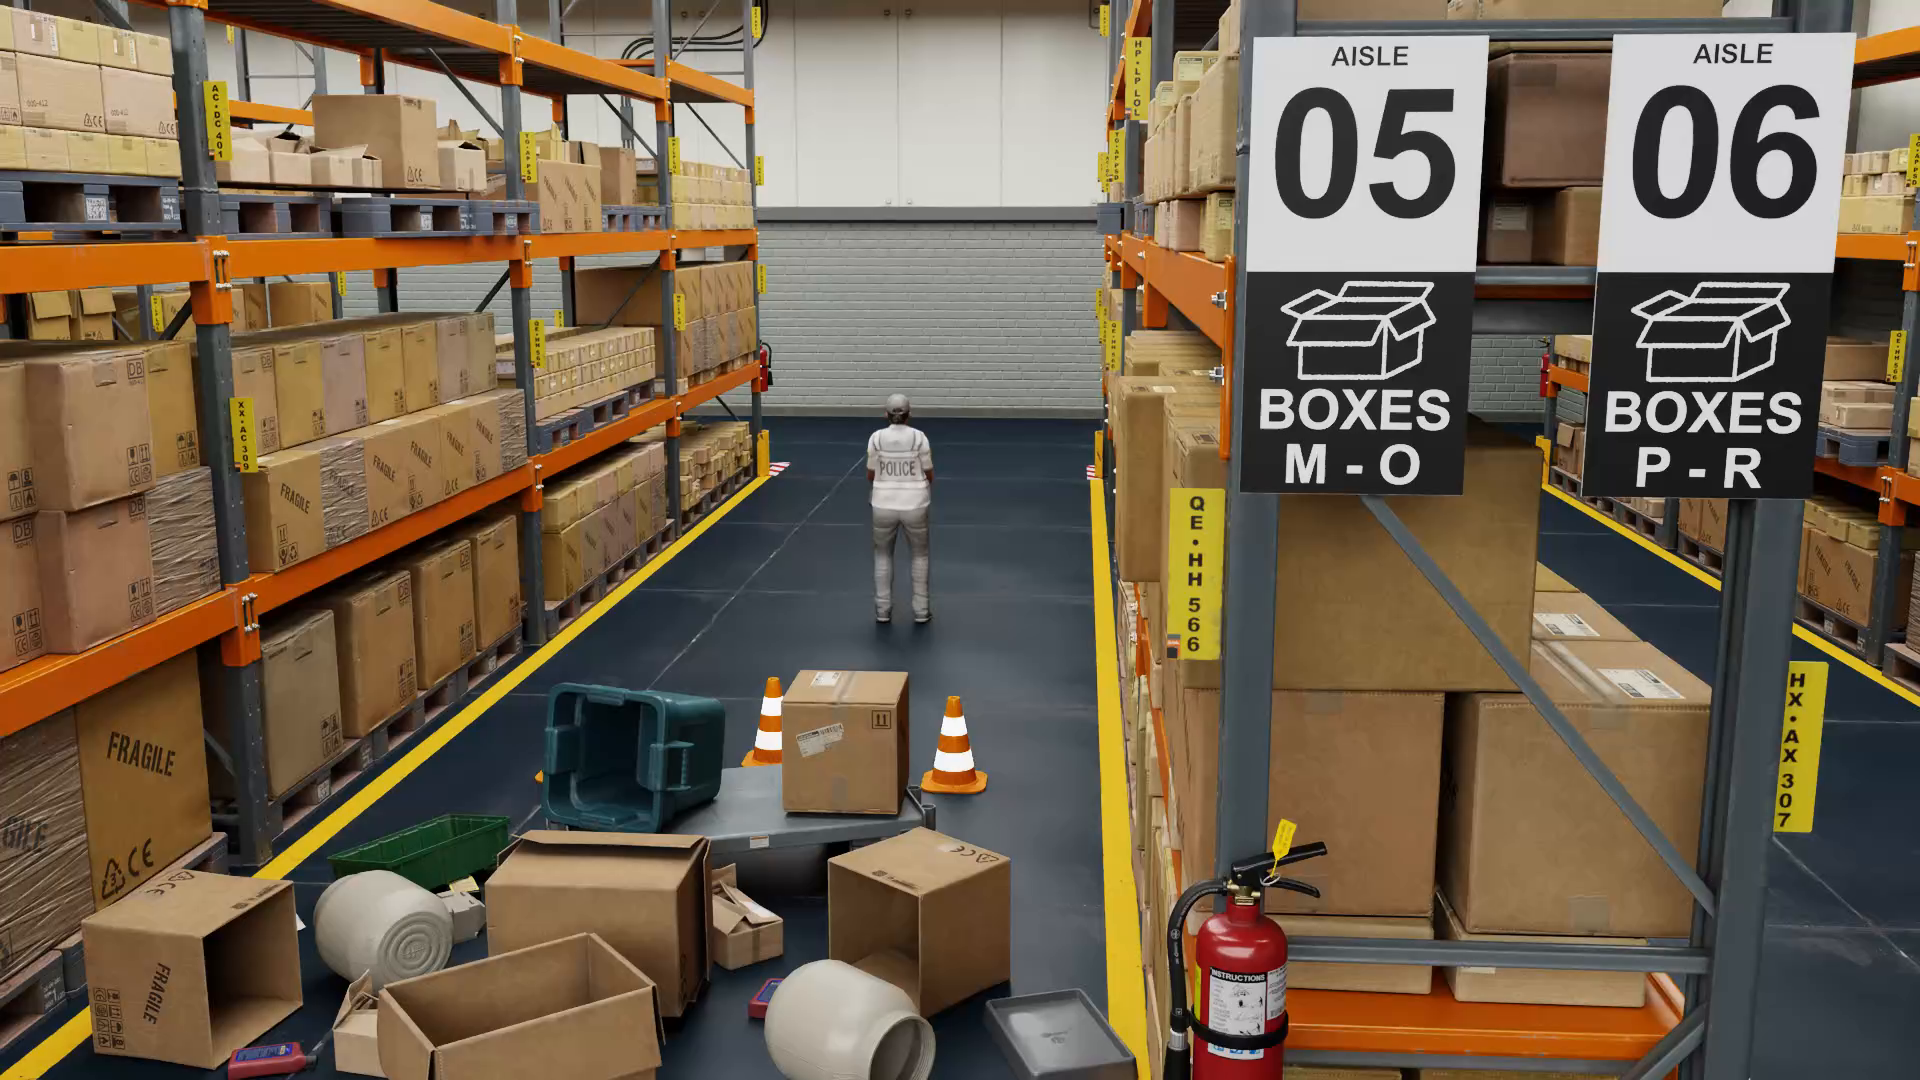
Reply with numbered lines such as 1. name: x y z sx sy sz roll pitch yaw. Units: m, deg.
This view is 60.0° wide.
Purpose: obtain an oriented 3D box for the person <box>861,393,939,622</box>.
1. person: -0.436 -0.231 12.120 0.562 1.665 0.471 0 11 0
